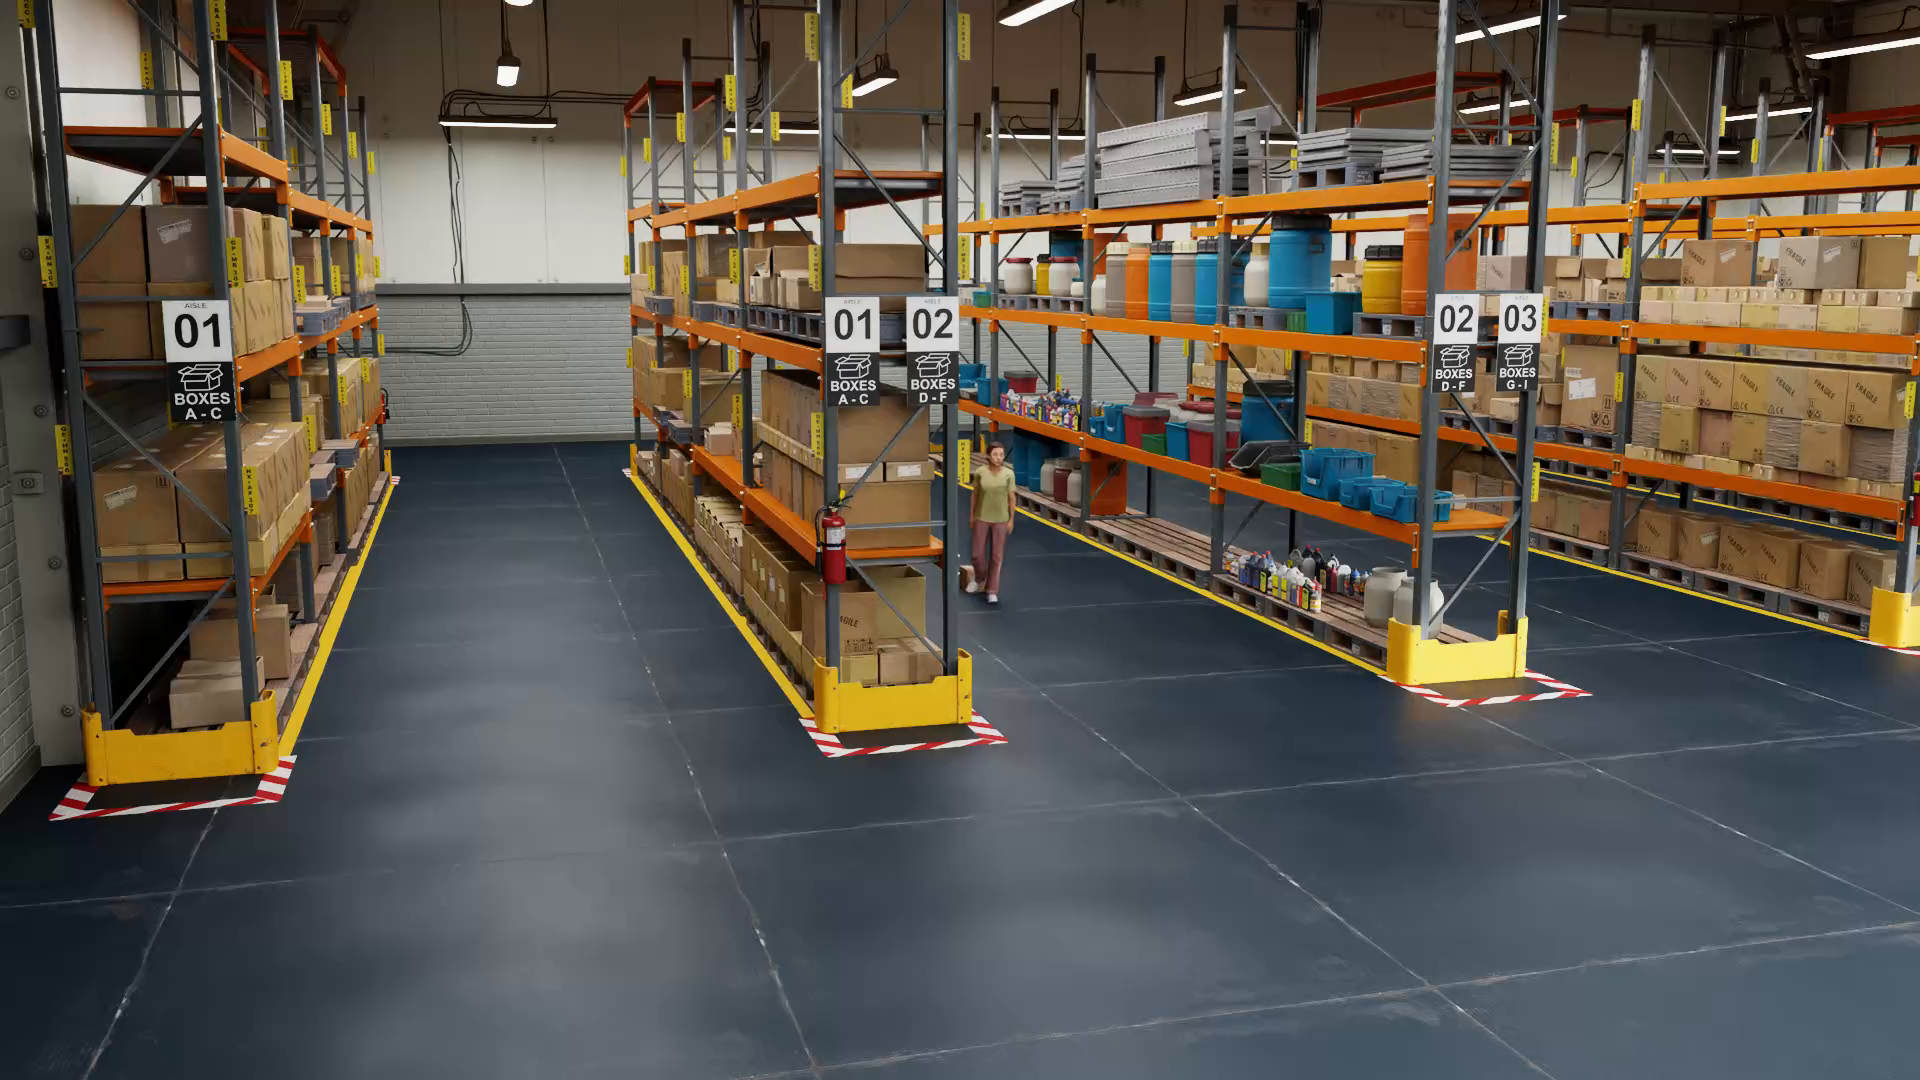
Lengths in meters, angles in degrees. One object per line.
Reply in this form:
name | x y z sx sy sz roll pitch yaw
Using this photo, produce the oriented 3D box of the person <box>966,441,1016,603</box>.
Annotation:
person | 0.314 -0.194 17.026 0.513 1.661 0.479 0 9 0
